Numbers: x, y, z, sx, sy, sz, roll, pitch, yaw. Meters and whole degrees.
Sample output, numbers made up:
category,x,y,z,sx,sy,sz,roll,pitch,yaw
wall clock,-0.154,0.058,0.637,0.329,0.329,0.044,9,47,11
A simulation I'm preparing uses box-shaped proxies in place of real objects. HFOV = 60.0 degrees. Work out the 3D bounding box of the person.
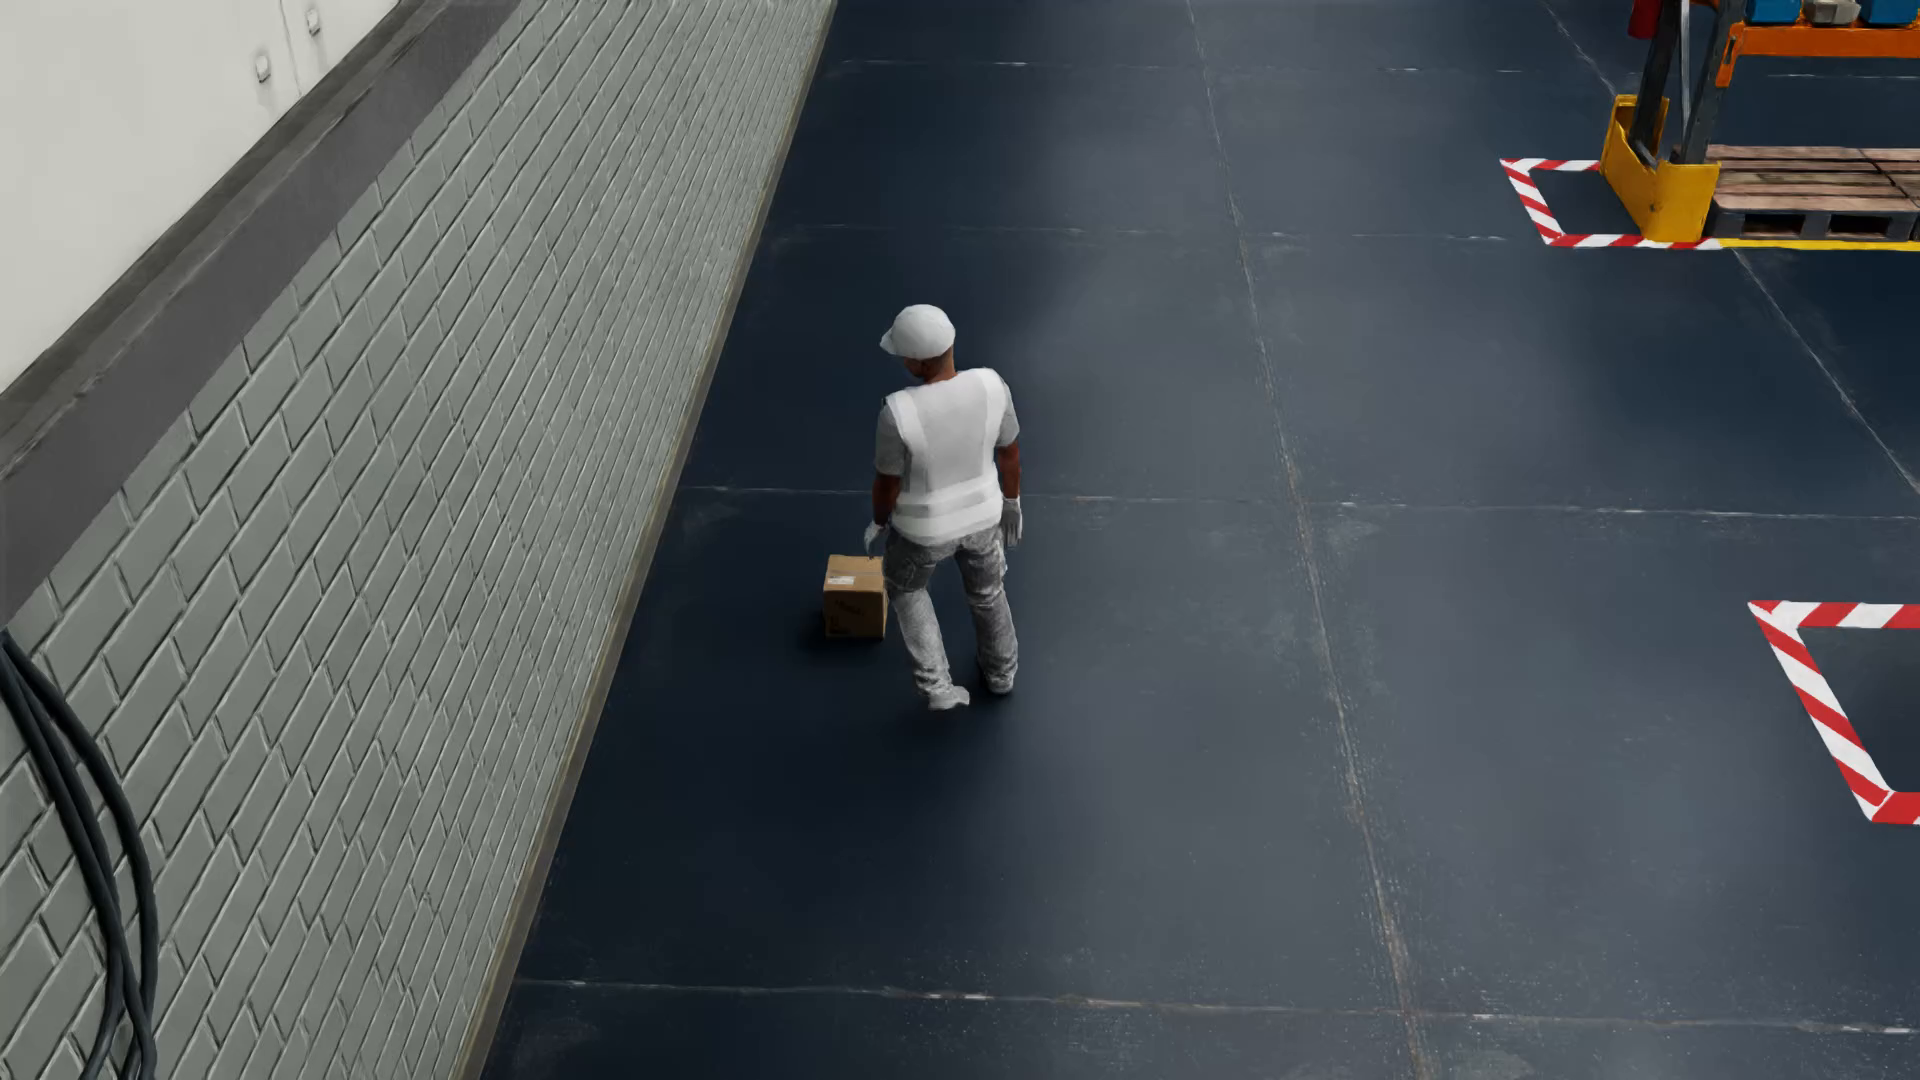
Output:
category,x,y,z,sx,sy,sz,roll,pitch,yaw
person,-0.026,-0.066,6.215,0.631,1.769,0.518,-14,38,-19
